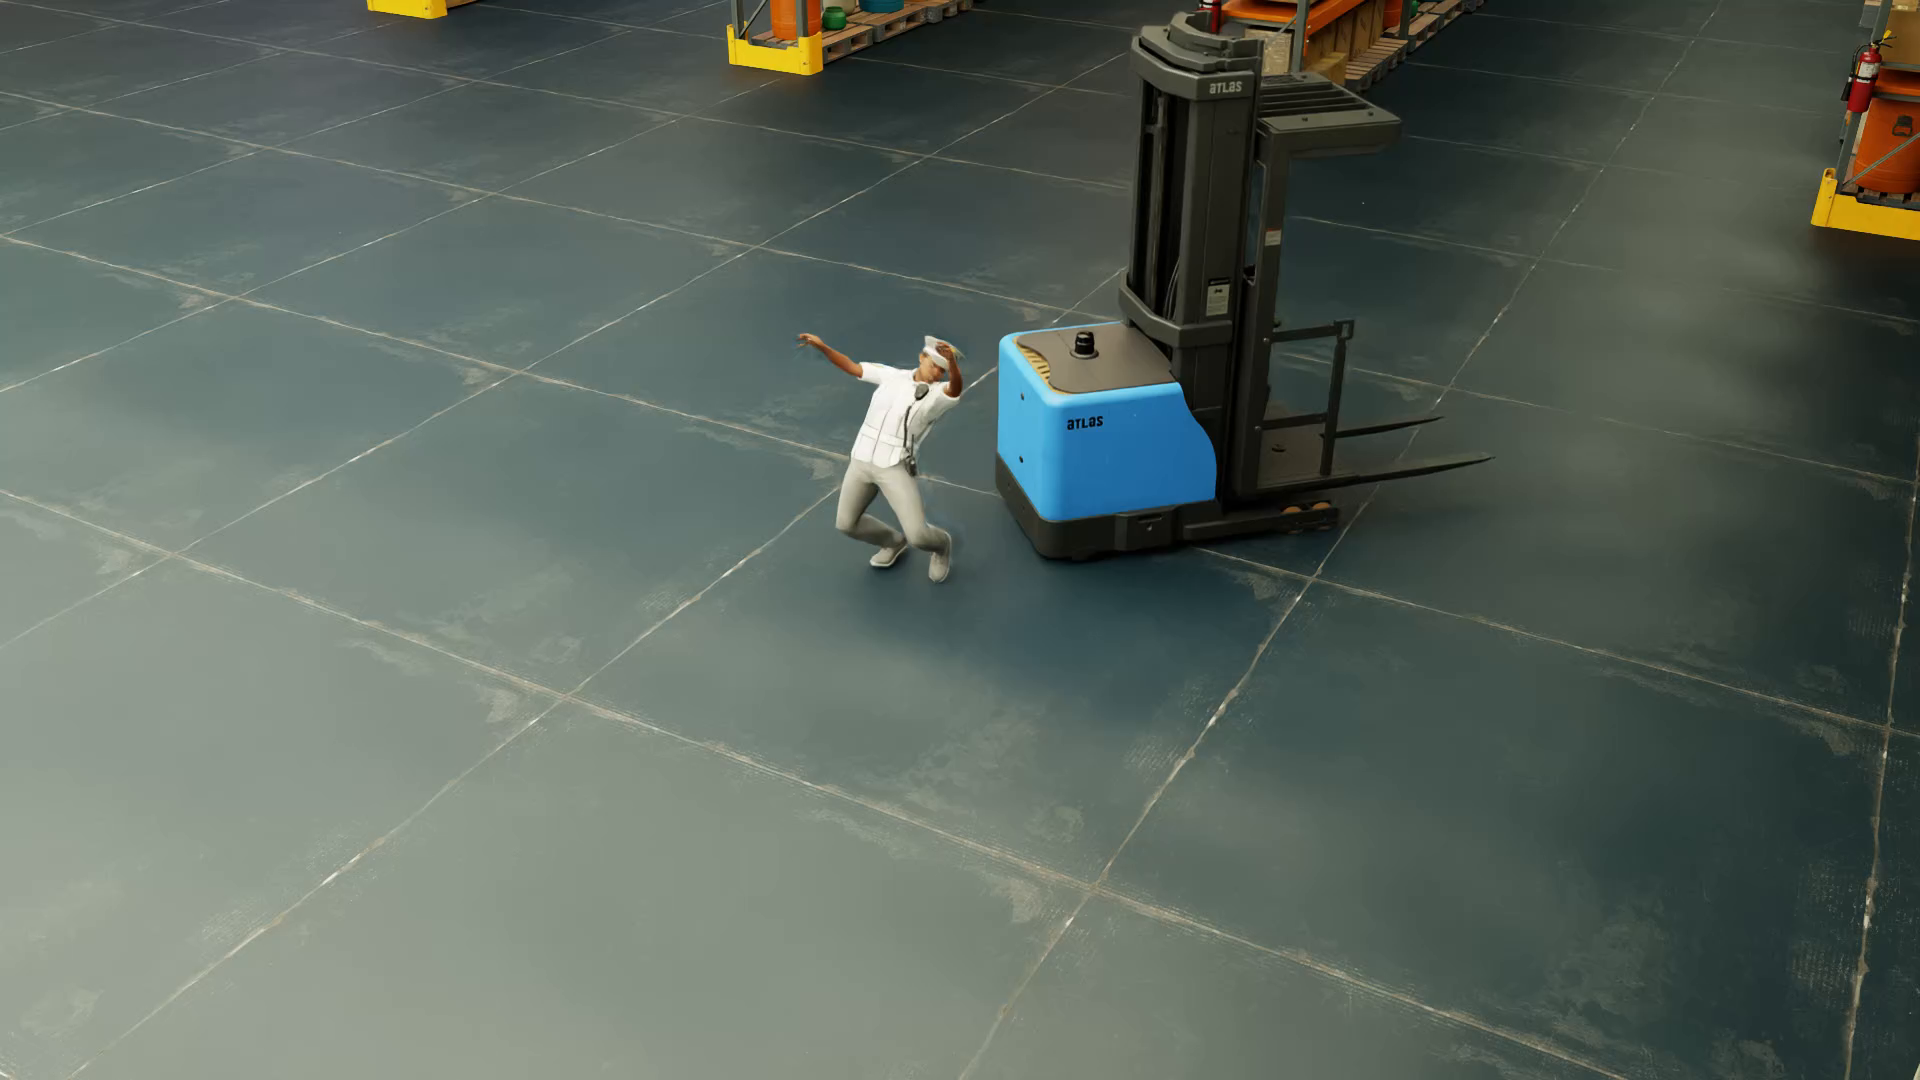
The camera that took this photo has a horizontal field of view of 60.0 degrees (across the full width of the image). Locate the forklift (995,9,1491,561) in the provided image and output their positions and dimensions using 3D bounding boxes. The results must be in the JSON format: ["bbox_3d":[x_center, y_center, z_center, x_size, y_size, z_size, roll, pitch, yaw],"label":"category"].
[{"bbox_3d":[1.797,-1.549,9.755,3.031,2.935,1.130,-8,31,-14],"label":"forklift"}]

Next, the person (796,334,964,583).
[{"bbox_3d":[-0.347,-0.537,9.345,0.911,1.583,0.727,17,34,27],"label":"person"}]
